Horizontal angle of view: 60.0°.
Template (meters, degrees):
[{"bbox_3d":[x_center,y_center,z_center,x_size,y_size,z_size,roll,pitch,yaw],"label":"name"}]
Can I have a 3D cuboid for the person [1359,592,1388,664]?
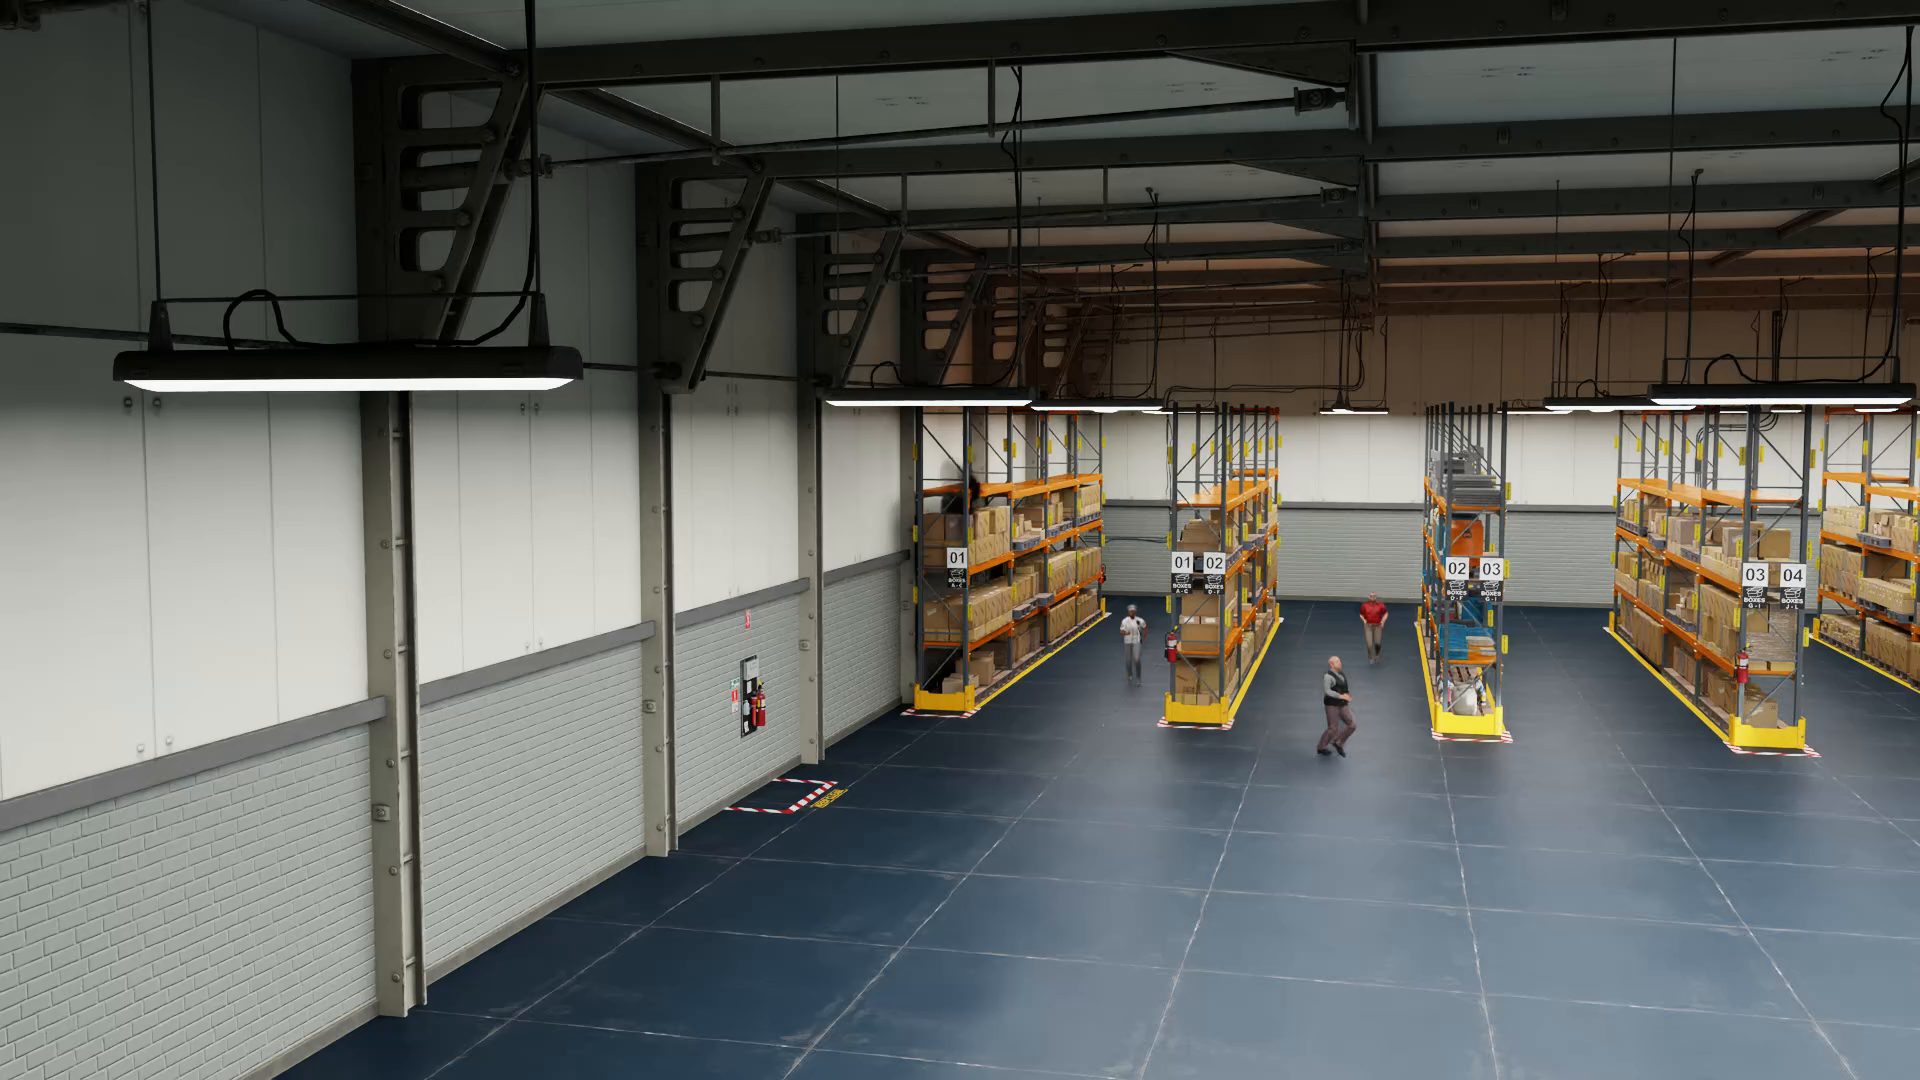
[{"bbox_3d":[9.534,2.044,38.375,0.638,1.675,0.564,1,4,16],"label":"person"}]

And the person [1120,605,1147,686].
[{"bbox_3d":[3.709,2.254,35.620,0.568,1.750,0.739,1,4,11],"label":"person"}]

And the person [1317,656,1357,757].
[{"bbox_3d":[6.341,2.809,27.996,0.659,1.718,0.667,-4,6,-44],"label":"person"}]
